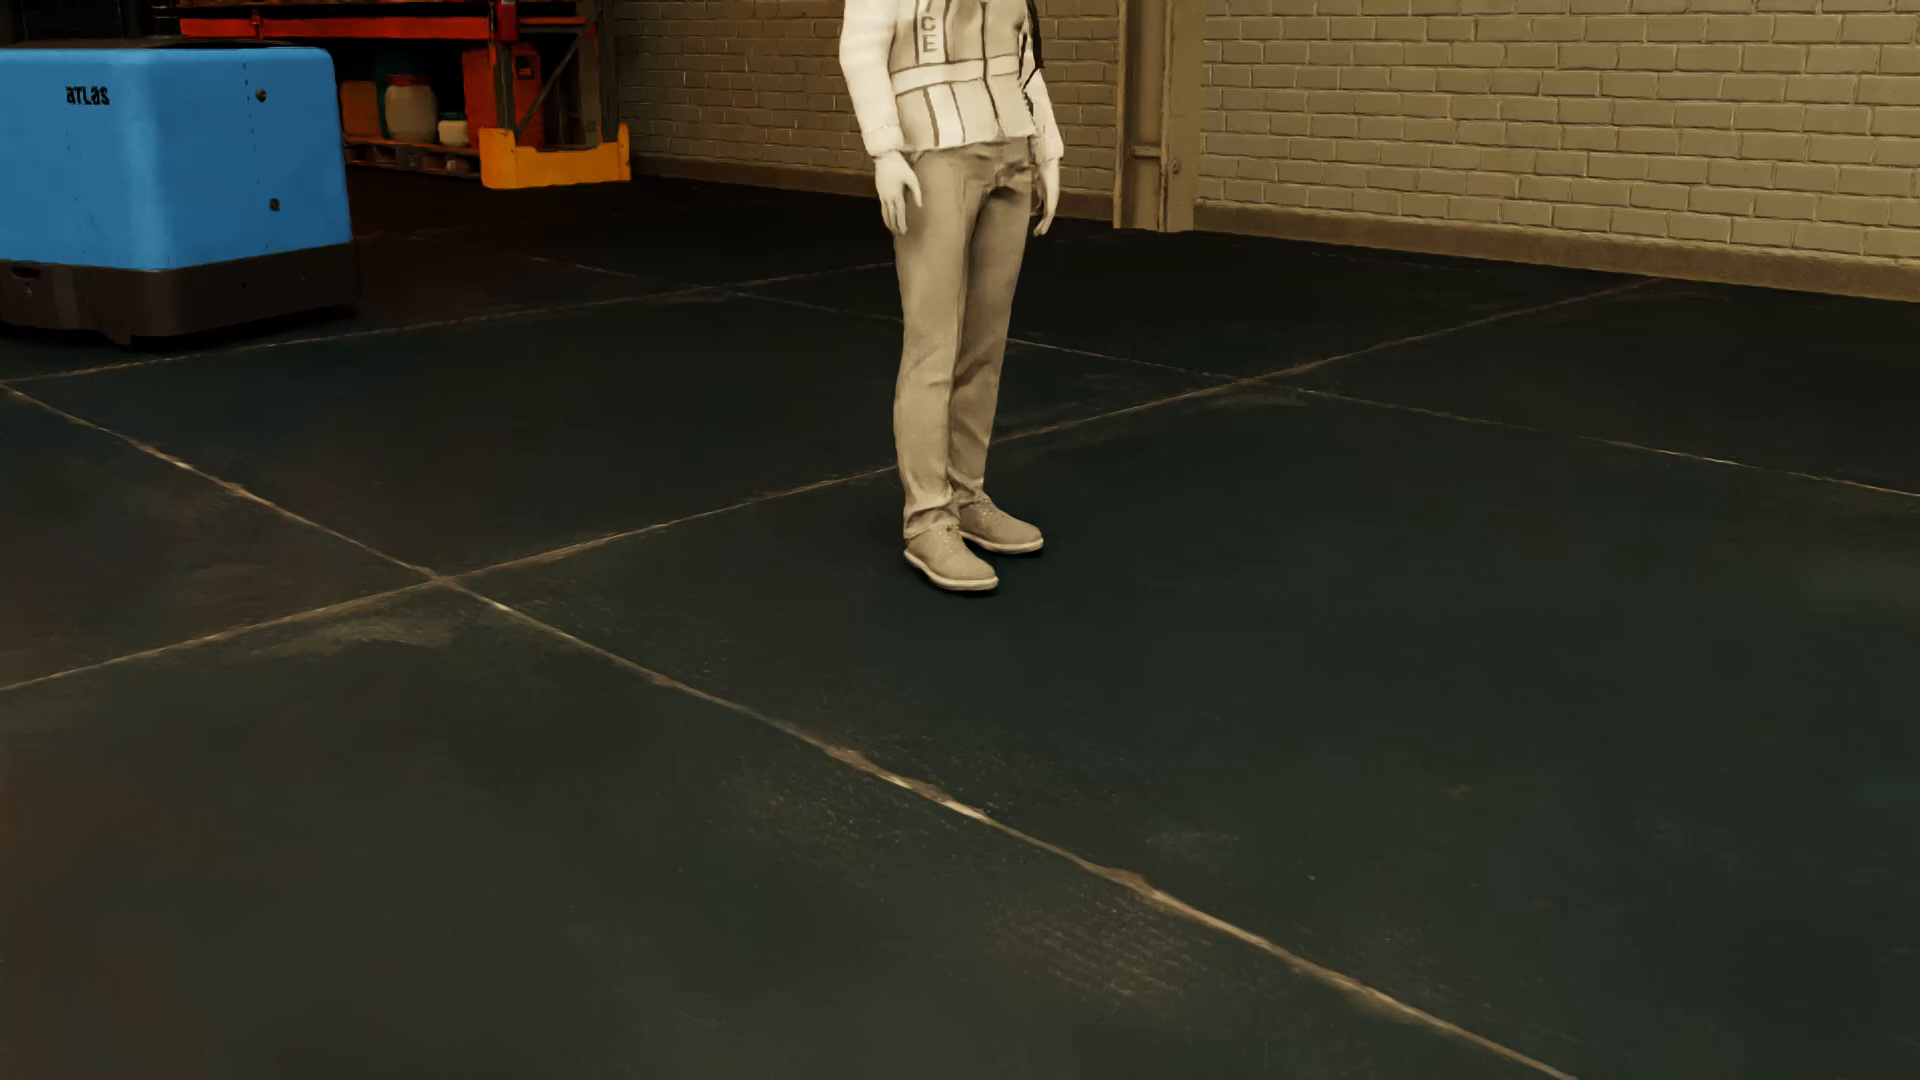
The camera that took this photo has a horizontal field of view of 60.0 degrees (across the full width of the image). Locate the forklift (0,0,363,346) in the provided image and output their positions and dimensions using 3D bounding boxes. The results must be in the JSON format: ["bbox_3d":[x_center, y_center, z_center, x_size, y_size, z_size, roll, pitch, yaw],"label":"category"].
[{"bbox_3d":[-4.034,-2.386,6.660,3.031,2.935,1.130,8,19,23],"label":"forklift"}]

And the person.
[{"bbox_3d":[0.043,-0.801,3.593,0.532,1.695,0.586,16,23,42],"label":"person"}]
